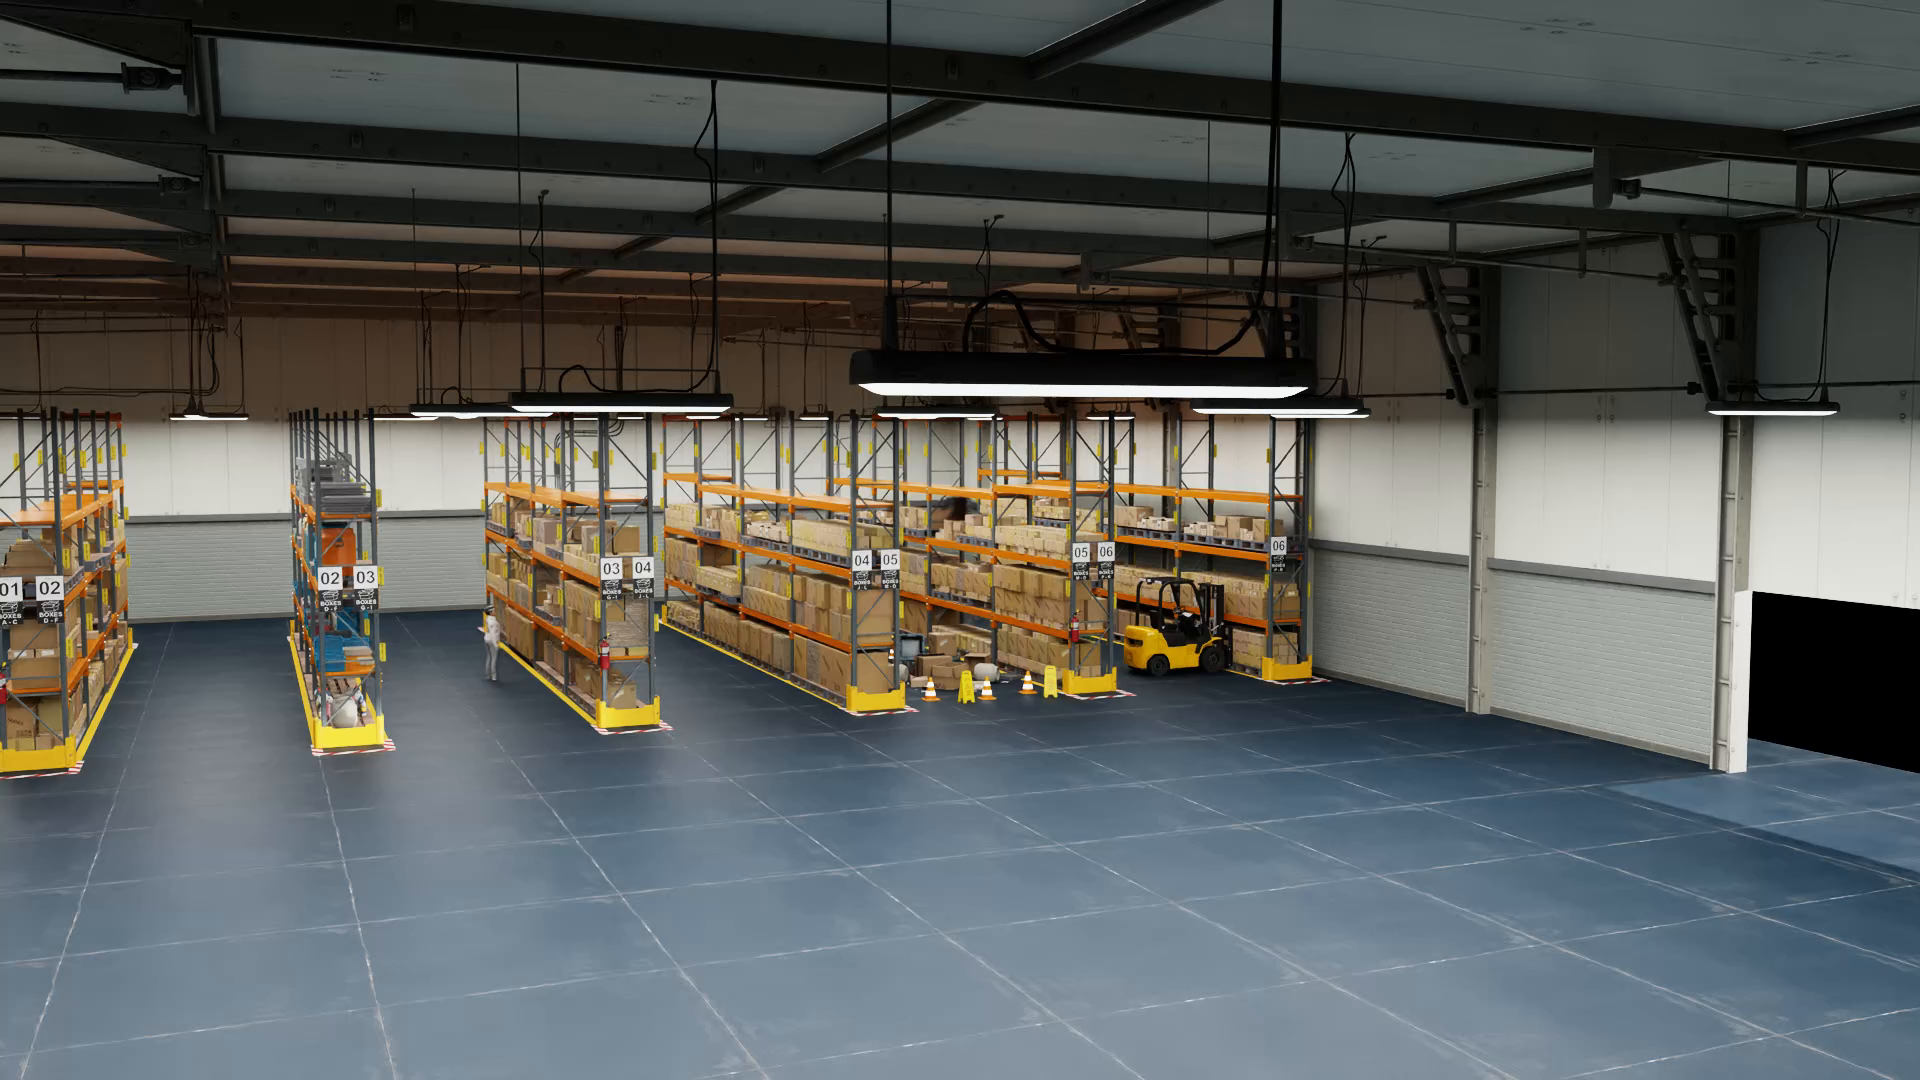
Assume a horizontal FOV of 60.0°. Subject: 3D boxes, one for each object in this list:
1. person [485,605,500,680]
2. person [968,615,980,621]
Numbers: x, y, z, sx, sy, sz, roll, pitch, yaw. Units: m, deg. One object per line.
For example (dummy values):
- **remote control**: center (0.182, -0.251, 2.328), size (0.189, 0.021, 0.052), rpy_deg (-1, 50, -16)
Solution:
- **person**: center (-10.410, 2.279, 37.104), size (0.377, 1.694, 0.488), rpy_deg (-3, 5, -38)
- **person**: center (0.388, 1.502, 48.399), size (0.328, 1.662, 0.473), rpy_deg (-3, 5, -39)
